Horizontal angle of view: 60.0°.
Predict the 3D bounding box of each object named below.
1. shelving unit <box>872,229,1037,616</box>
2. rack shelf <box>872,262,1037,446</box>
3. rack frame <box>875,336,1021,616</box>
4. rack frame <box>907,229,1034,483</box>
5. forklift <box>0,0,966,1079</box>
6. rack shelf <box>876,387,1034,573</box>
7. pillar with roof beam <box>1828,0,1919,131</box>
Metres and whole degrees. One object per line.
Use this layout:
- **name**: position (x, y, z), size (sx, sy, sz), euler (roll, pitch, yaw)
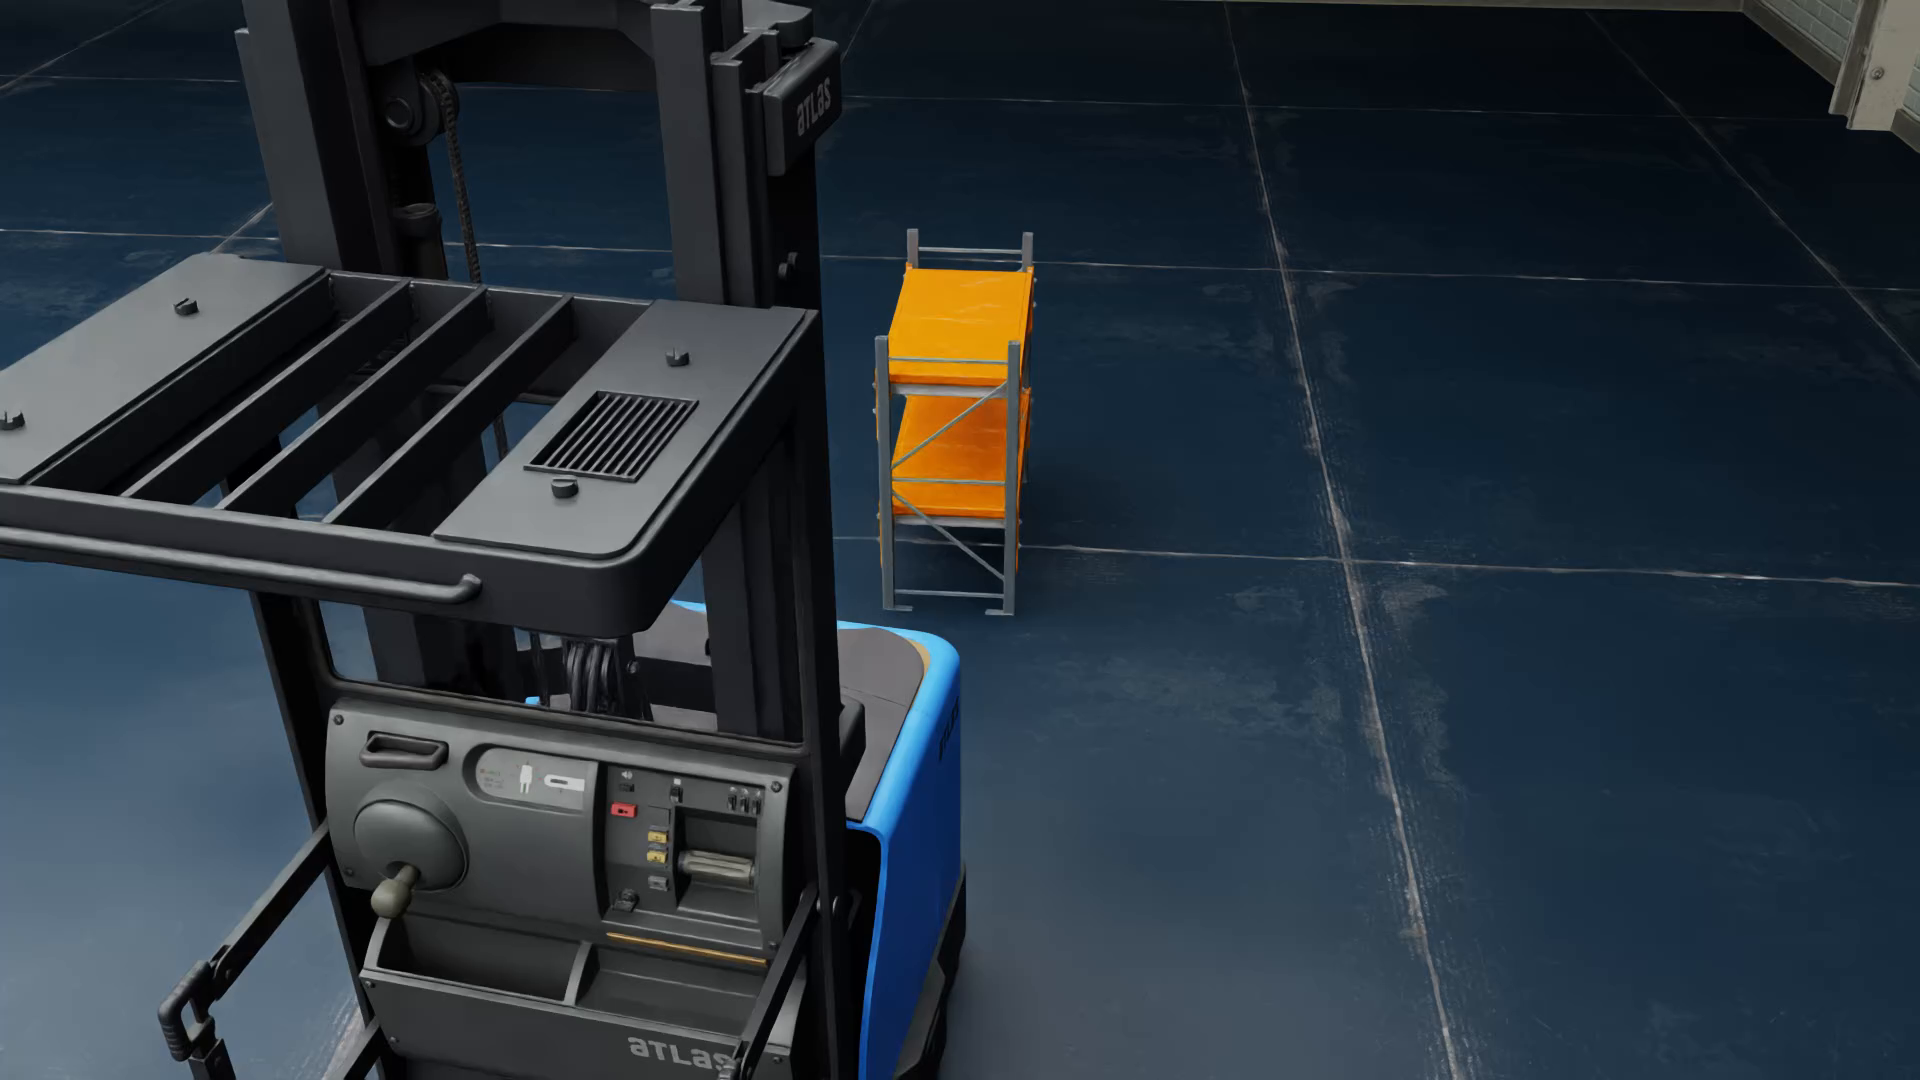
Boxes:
- **shelving unit**: position (-0.001, -0.475, 6.449), size (0.538, 1.125, 1.048), euler (2, 32, 4)
- **rack shelf**: position (-0.001, -0.725, 6.296), size (0.538, 0.278, 1.000), euler (2, 32, 4)
- **rack frame**: position (-0.042, -0.210, 6.018), size (0.500, 1.125, 0.032), euler (2, 32, 4)
- **rack frame**: position (0.041, -0.741, 6.880), size (0.500, 1.125, 0.032), euler (2, 32, 4)
- **forklift**: position (-0.814, 0.608, 2.969), size (1.130, 2.935, 3.031), euler (7, 32, 11)
- **rack shelf**: position (-0.001, -0.267, 6.577), size (0.538, 0.278, 1.000), euler (2, 32, 4)
- **pillar with roof beam**: position (1.897, -6.892, 9.357), size (9.100, 9.000, 0.400), euler (2, 32, 4)
